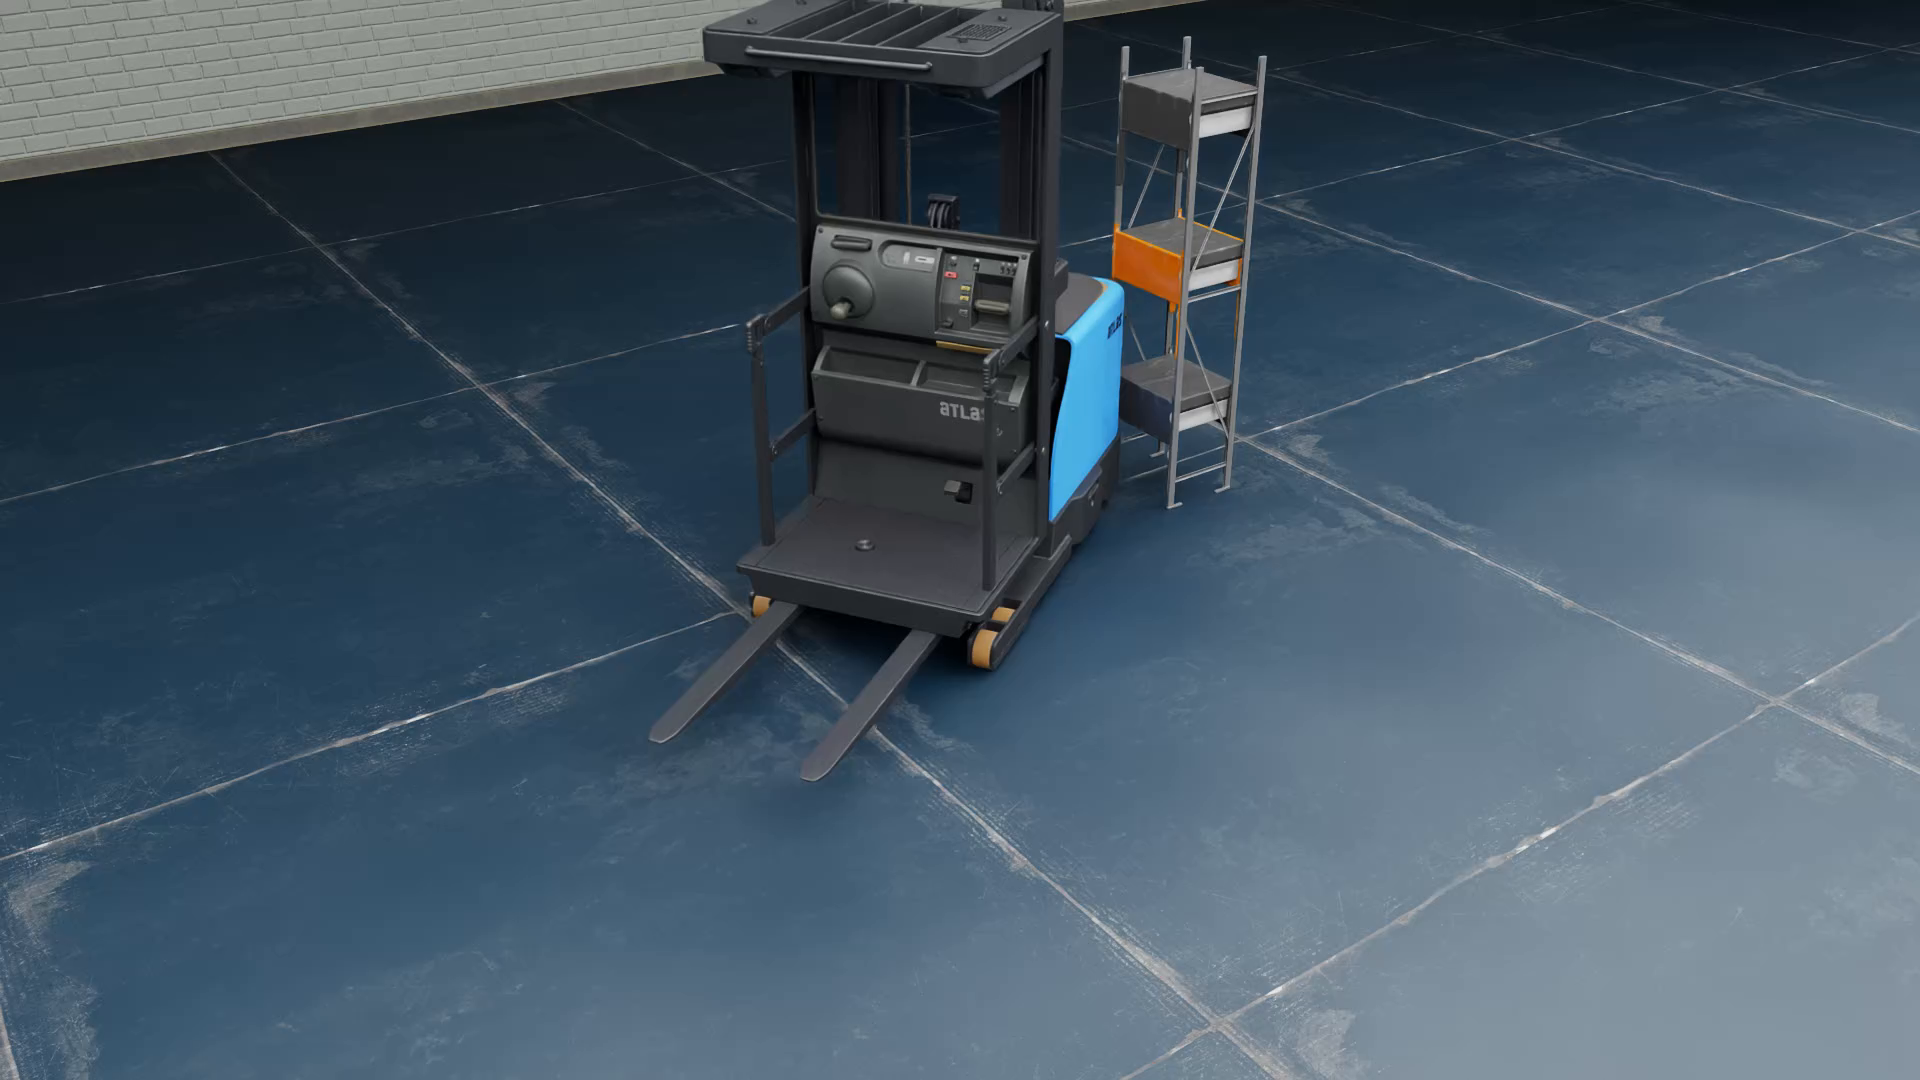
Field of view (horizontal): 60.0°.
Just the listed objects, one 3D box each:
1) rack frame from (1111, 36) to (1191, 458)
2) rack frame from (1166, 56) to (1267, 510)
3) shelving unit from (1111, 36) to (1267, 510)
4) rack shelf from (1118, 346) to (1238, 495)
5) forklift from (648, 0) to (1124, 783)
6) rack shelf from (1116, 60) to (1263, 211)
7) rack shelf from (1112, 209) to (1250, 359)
[{"bbox_3d":[0.884,-1.316,7.972,0.400,2.100,0.015,-18,33,-30],"label":"rack frame"},{"bbox_3d":[1.163,-1.124,7.620,0.400,2.100,0.015,-18,33,-30],"label":"rack frame"},{"bbox_3d":[1.024,-1.220,7.796,0.431,2.100,0.503,-18,33,-30],"label":"shelving unit"},{"bbox_3d":[1.024,-0.593,8.137,0.431,0.518,0.480,-18,33,-30],"label":"rack shelf"},{"bbox_3d":[-0.245,-0.986,6.495,1.130,2.935,3.031,11,30,19],"label":"forklift"},{"bbox_3d":[1.024,-1.823,7.469,0.431,0.518,0.480,-18,33,-30],"label":"rack shelf"},{"bbox_3d":[1.024,-1.208,7.803,0.431,0.518,0.480,-18,33,-30],"label":"rack shelf"}]
